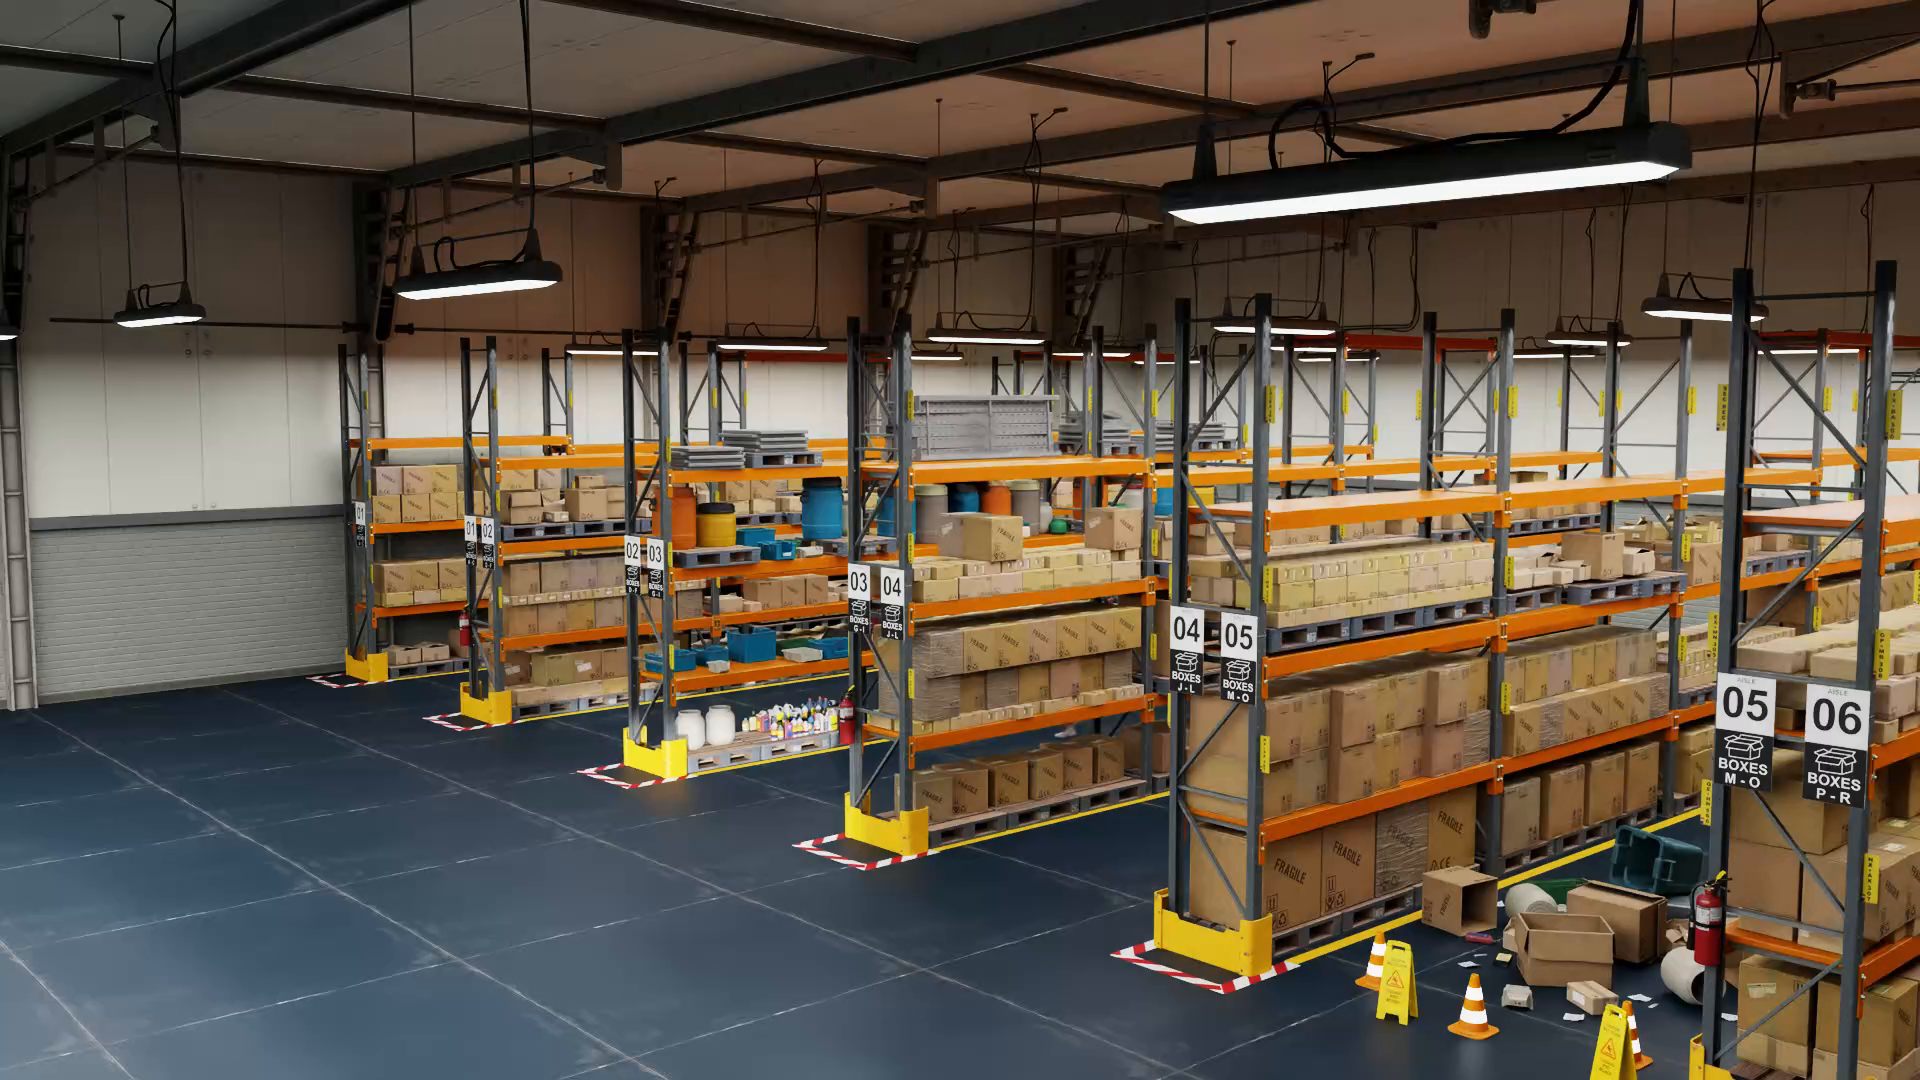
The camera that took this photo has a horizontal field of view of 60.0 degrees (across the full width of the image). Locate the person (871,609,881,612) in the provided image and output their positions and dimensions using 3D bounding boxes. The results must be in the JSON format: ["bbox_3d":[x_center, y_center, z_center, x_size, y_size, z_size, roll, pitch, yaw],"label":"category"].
[{"bbox_3d":[-1.732,1.199,35.024,0.694,1.673,0.795,3,6,31],"label":"person"}]

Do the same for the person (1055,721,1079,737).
[{"bbox_3d":[1.441,2.019,23.322,0.499,1.590,0.650,-1,5,-16],"label":"person"}]

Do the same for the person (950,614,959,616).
[{"bbox_3d":[-0.058,1.478,28.501,0.824,1.911,0.622,-4,6,-35],"label":"person"}]
